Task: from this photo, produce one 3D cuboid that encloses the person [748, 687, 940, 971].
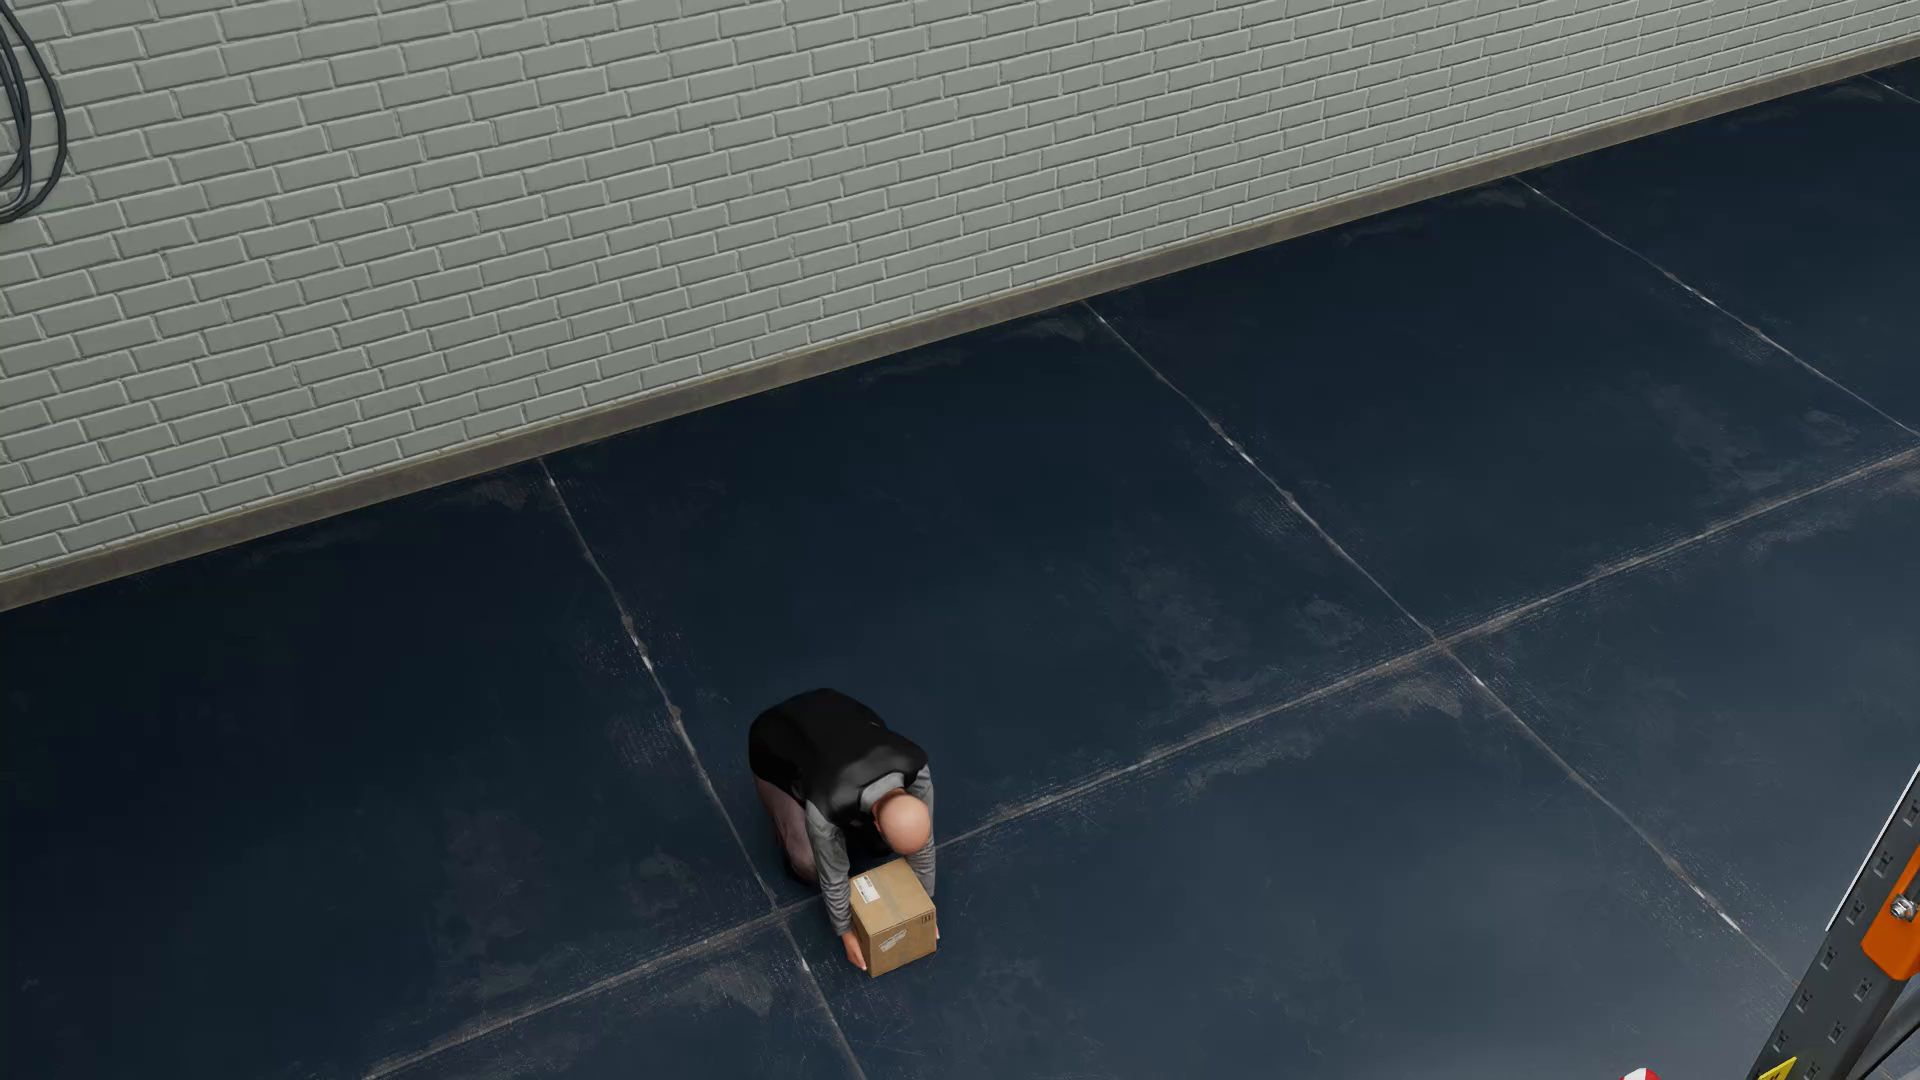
[{"bbox_3d":[-0.390,0.967,5.864,0.520,0.826,0.916,-20,45,-21],"label":"person"}]
